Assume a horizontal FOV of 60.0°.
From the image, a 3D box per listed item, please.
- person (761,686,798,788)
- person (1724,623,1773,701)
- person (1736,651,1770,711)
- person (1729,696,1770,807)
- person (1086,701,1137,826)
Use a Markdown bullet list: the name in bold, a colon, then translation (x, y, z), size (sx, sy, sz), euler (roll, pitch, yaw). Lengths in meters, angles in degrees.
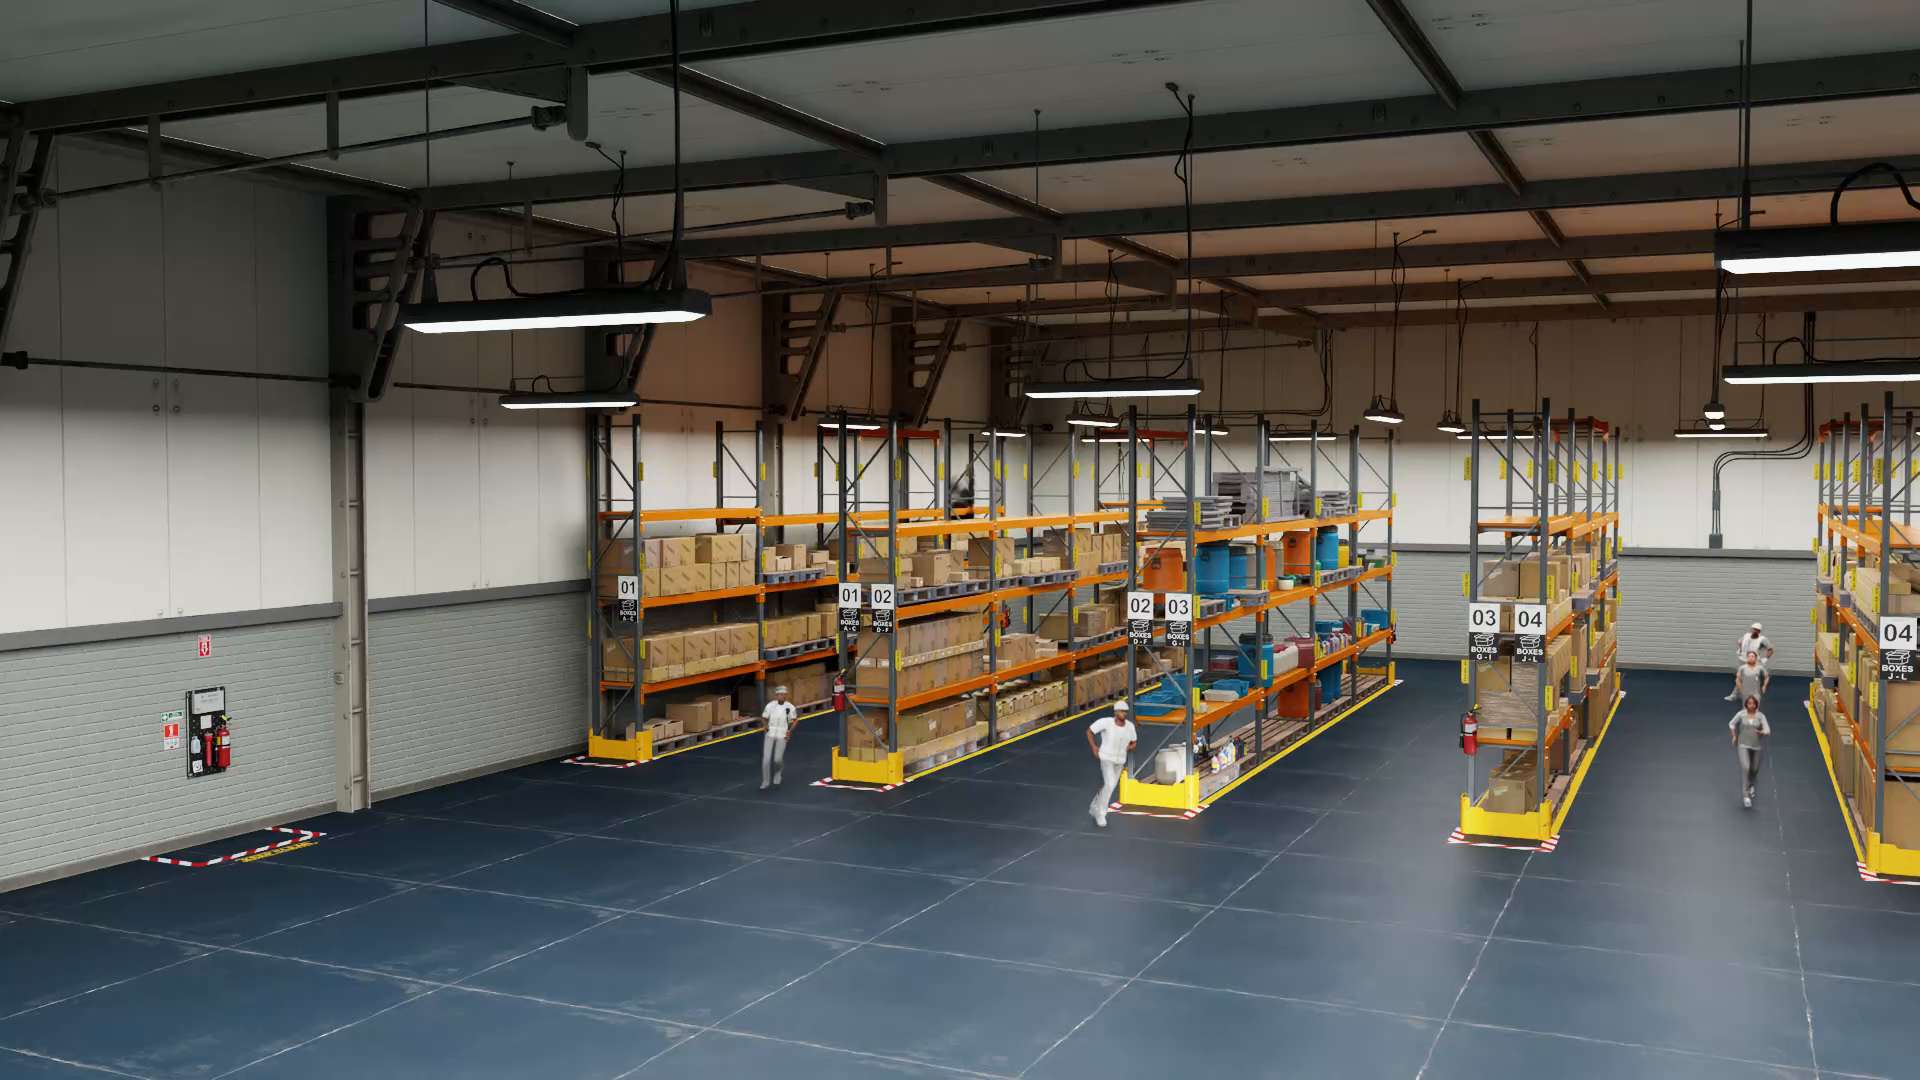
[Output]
- **person**: translation (-2.874, 3.110, 26.291), size (0.581, 1.625, 0.497), euler (0, 2, 1)
- **person**: translation (17.105, 2.644, 36.048), size (0.892, 1.719, 0.821), euler (-1, 3, -31)
- **person**: translation (14.934, 2.904, 31.375), size (0.555, 1.632, 0.791), euler (1, 3, 25)
- **person**: translation (11.898, 3.152, 25.046), size (0.526, 1.609, 0.842), euler (1, 2, 17)
- **person**: translation (2.187, 3.182, 23.821), size (0.714, 1.781, 0.694), euler (-1, 3, -27)
